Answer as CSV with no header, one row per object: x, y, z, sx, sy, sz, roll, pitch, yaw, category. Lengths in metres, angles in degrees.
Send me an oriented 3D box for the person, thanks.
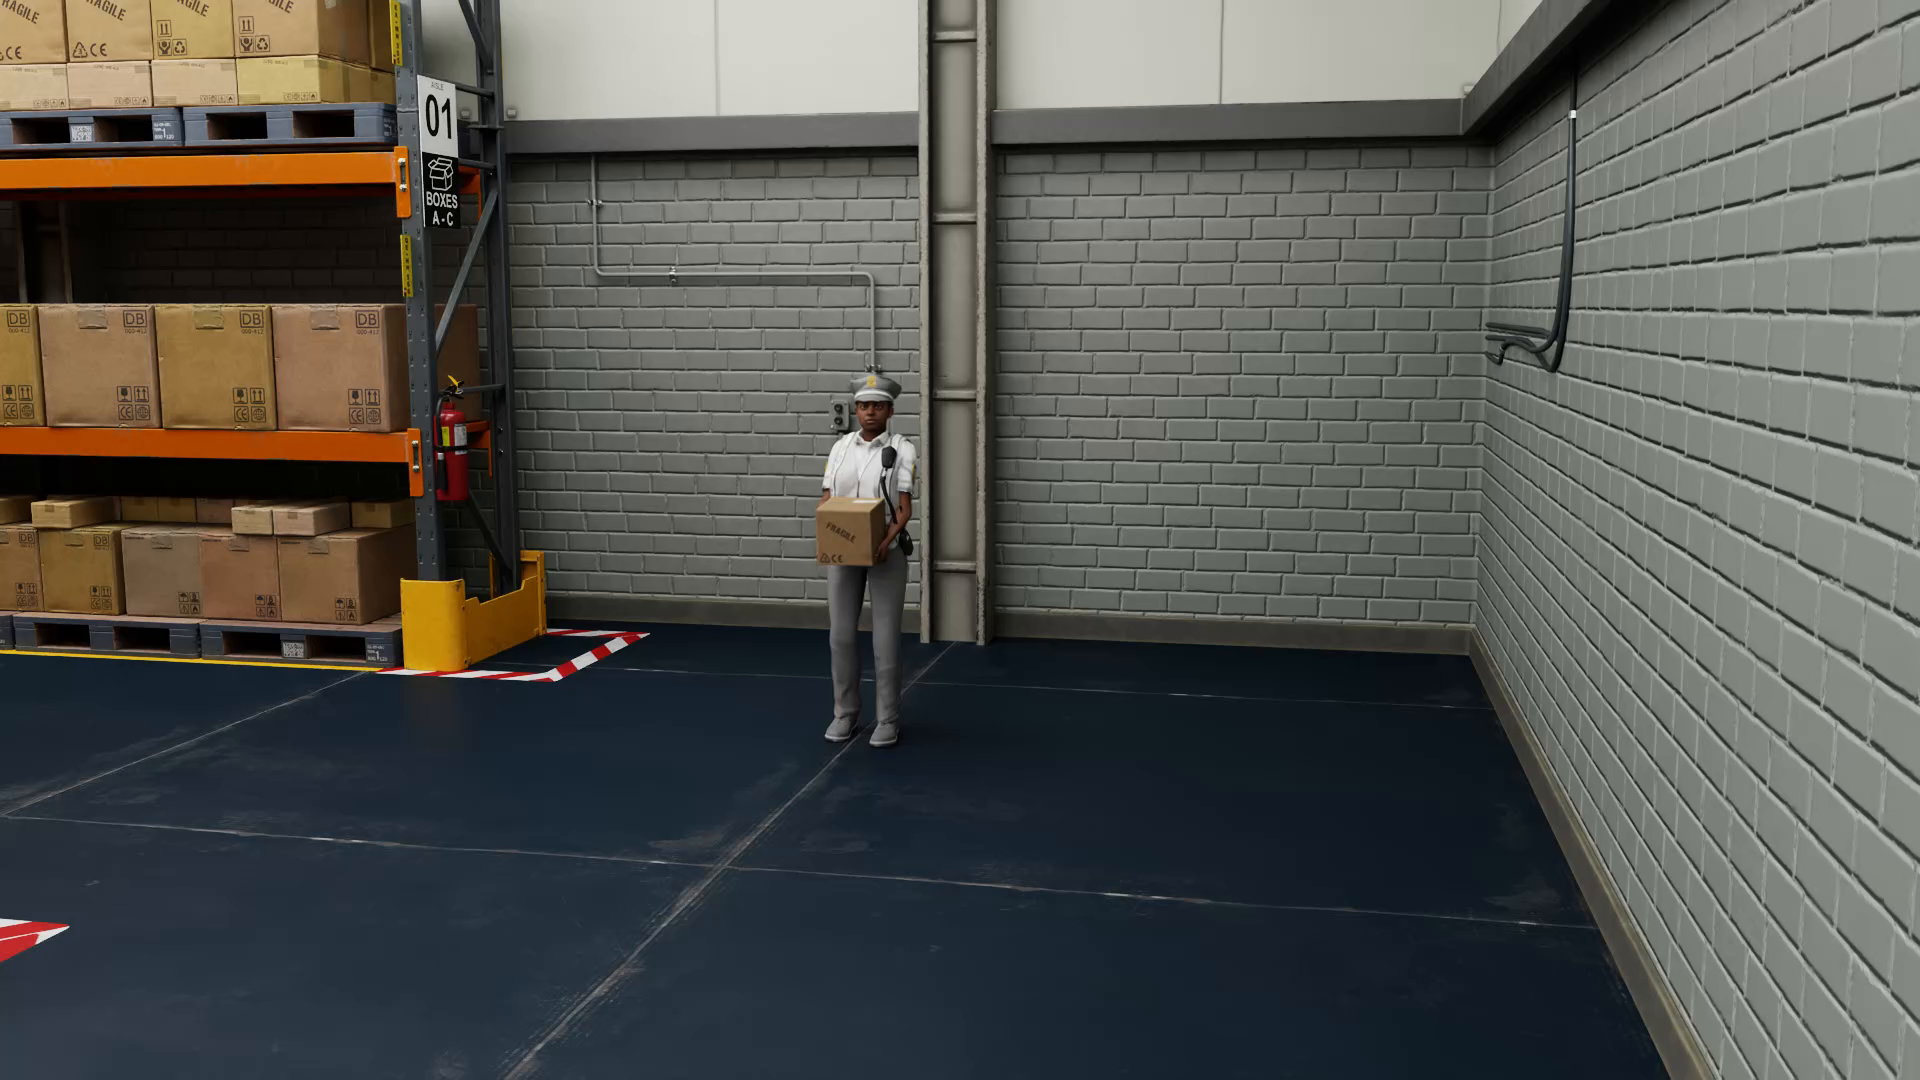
-0.441,0.090,7.603,0.451,1.687,0.537,2,8,12,person
